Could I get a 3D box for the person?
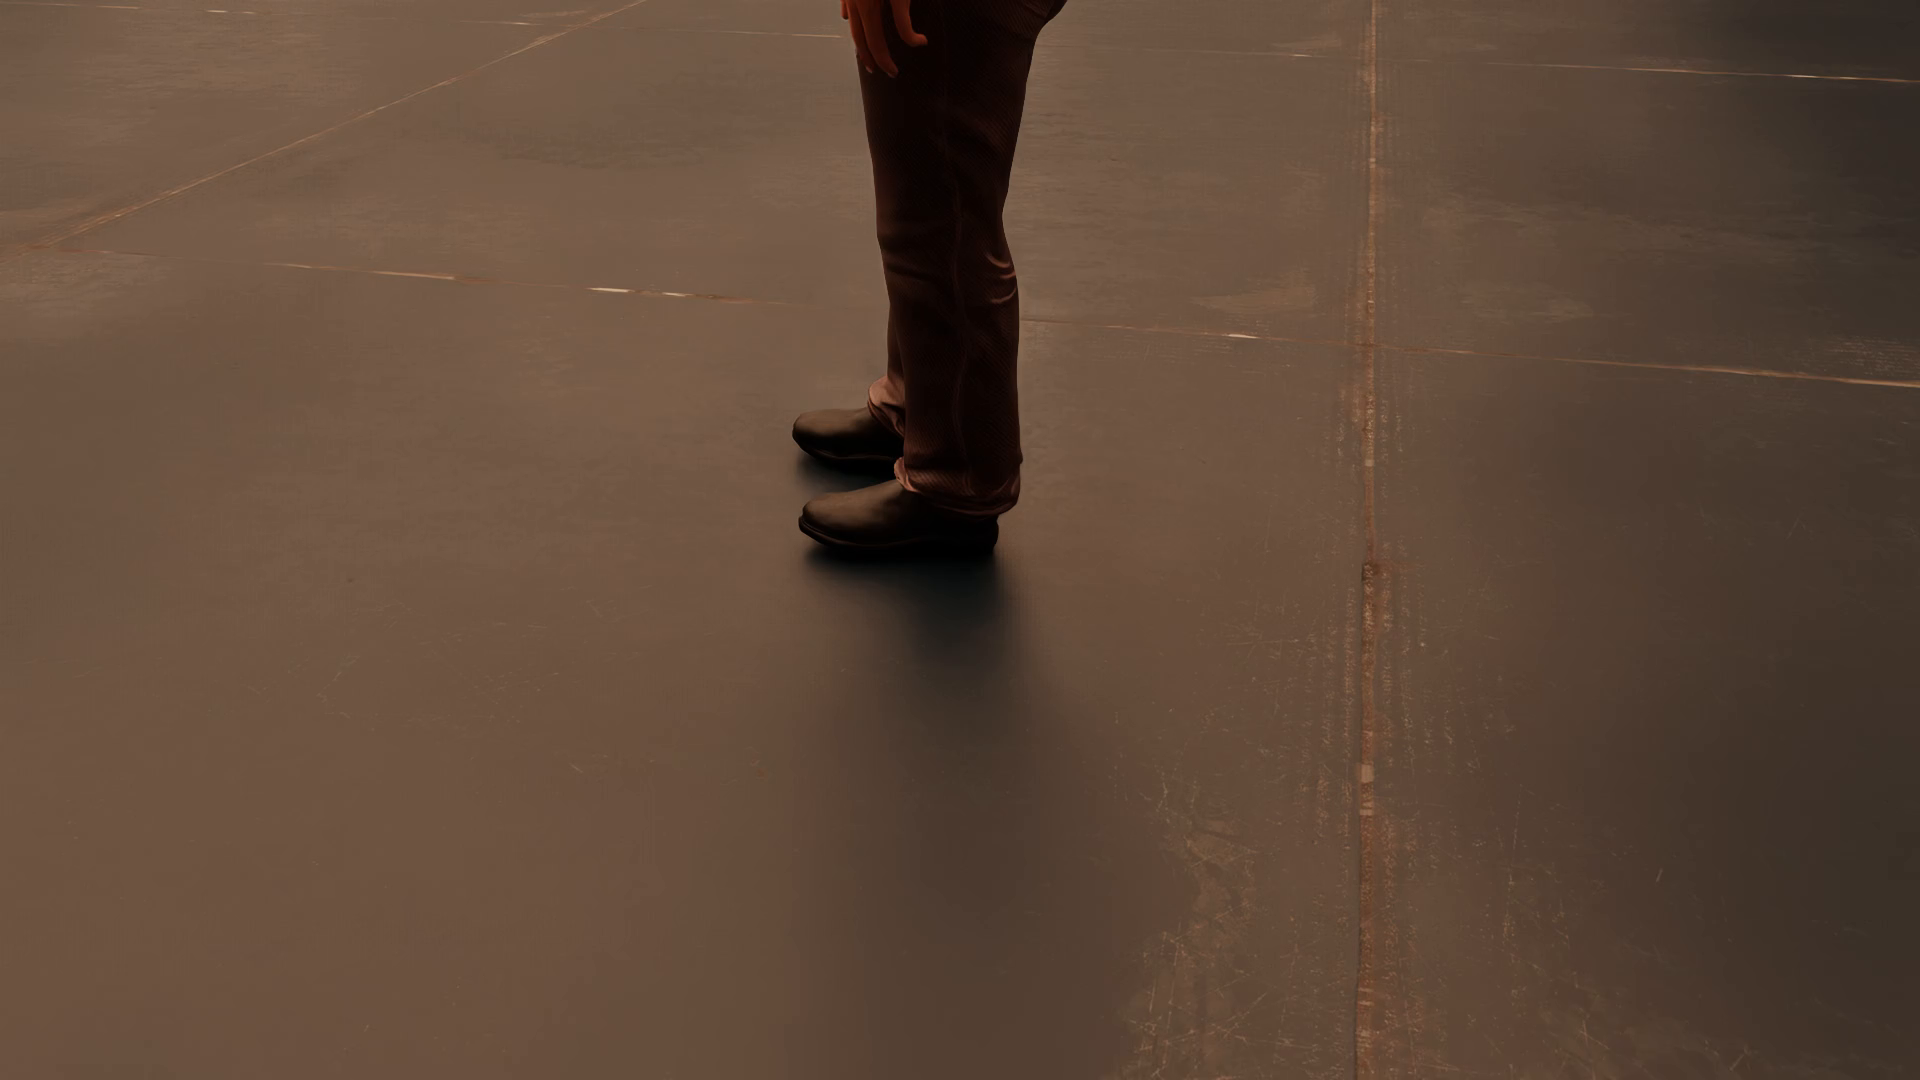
[{"bbox_3d":[-0.067,-0.785,2.129,0.551,1.722,0.633,6,27,11],"label":"person"}]
